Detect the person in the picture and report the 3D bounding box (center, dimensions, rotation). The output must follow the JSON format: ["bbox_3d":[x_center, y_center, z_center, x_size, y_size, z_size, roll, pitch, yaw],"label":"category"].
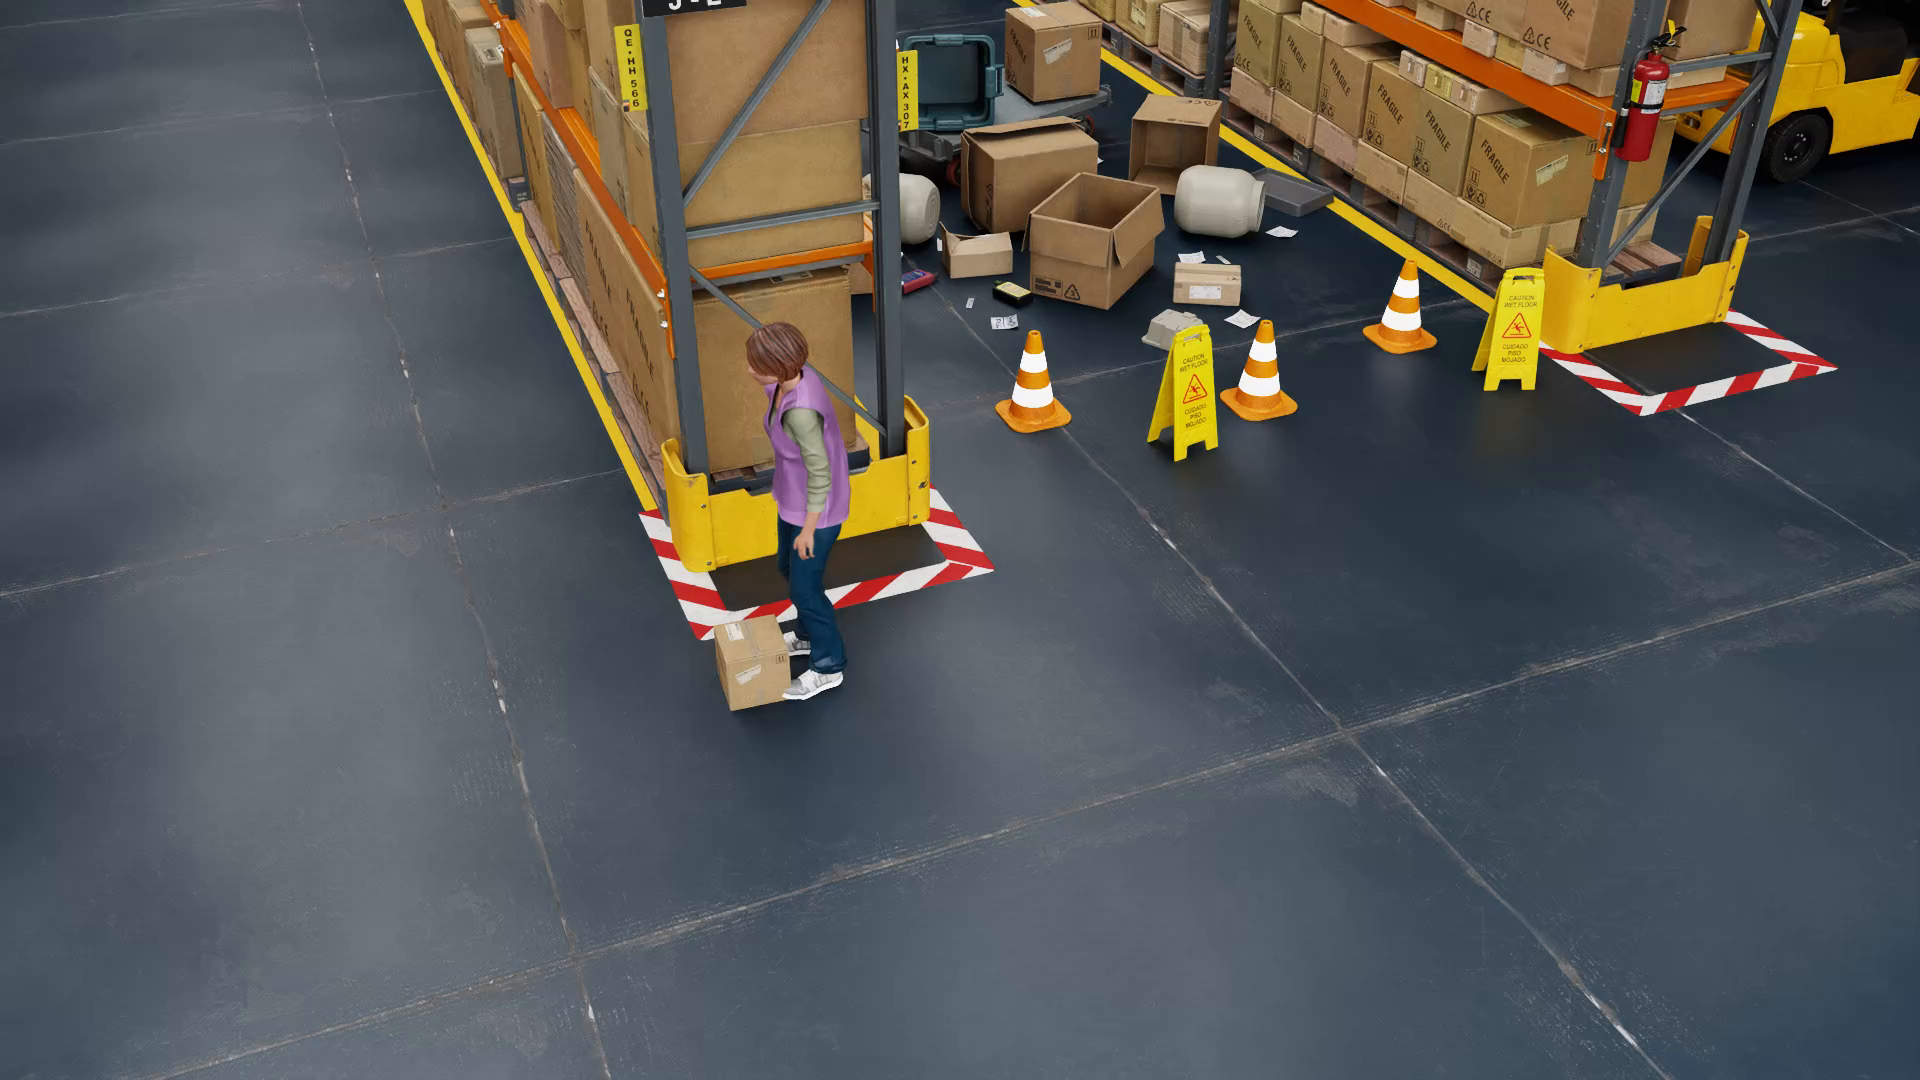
[{"bbox_3d":[-0.597,-0.117,6.327,0.348,1.591,0.459,-10,35,-14],"label":"person"}]
